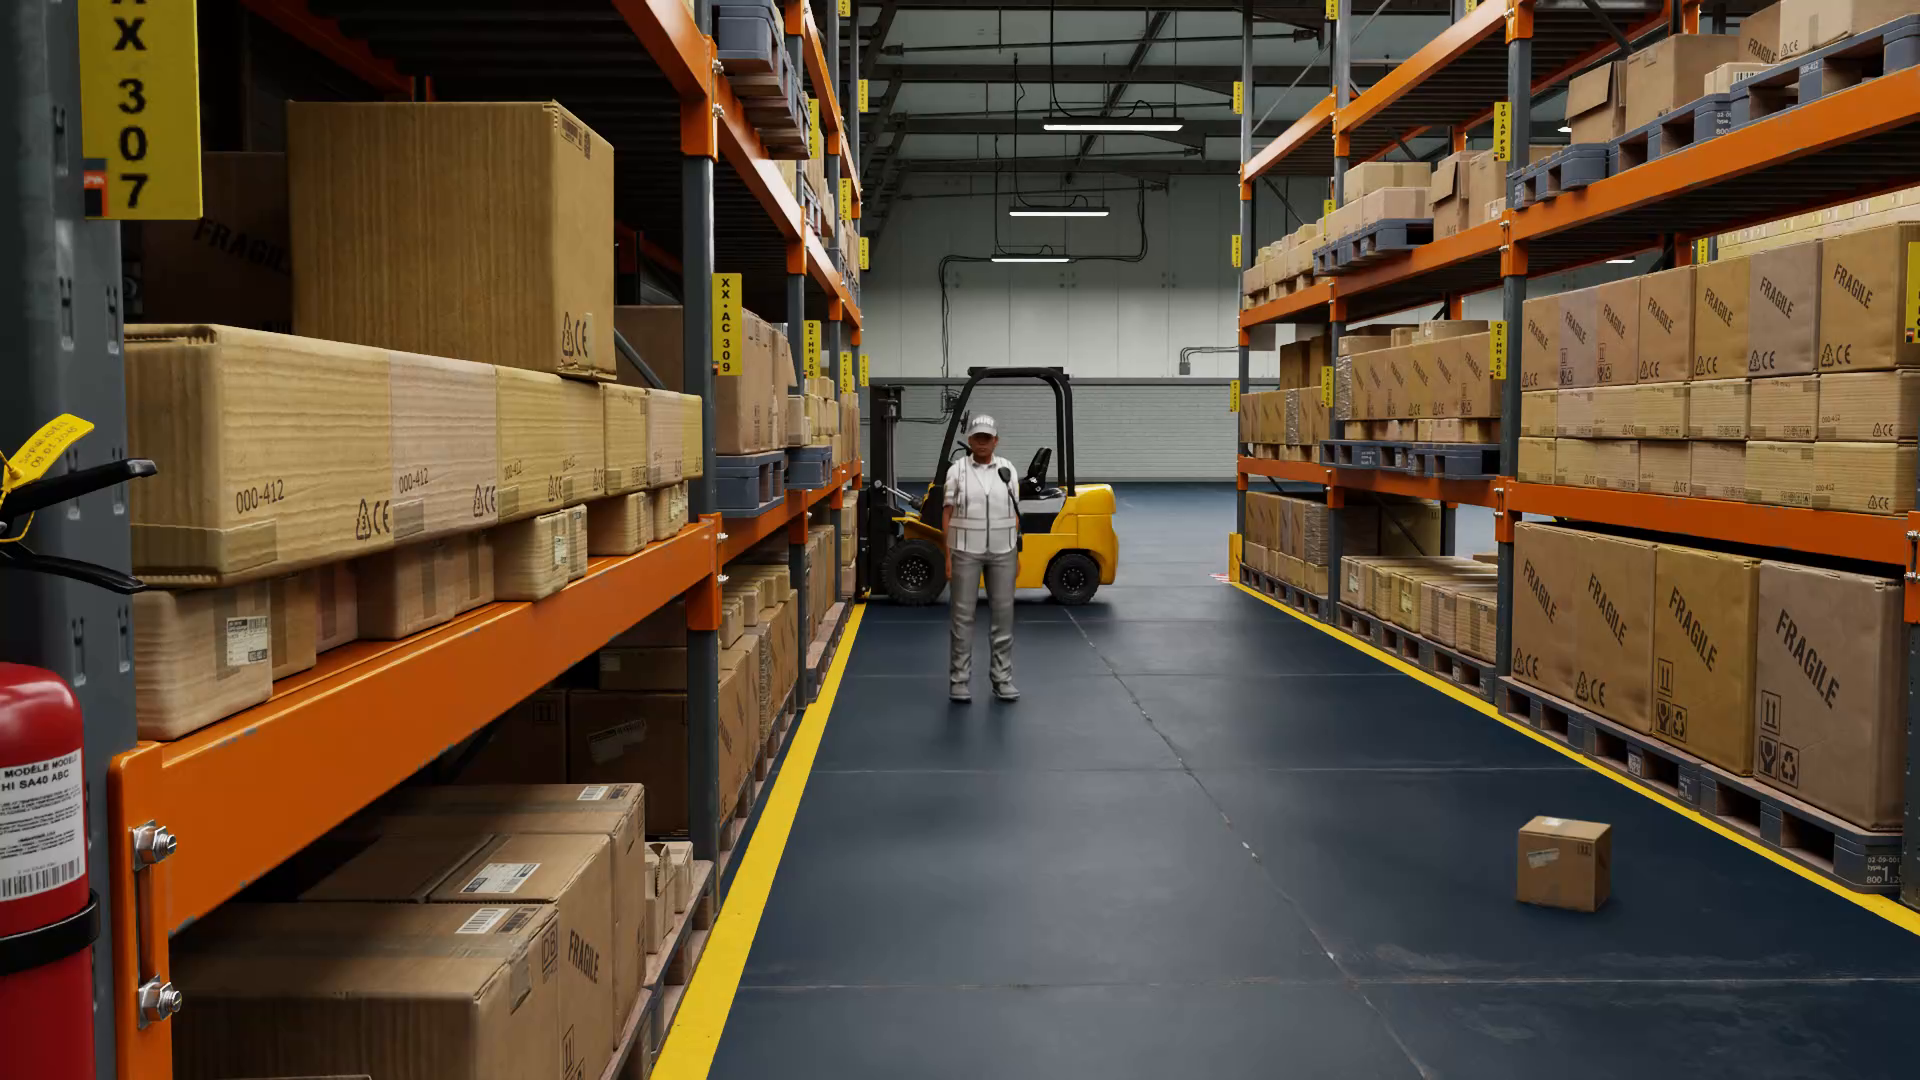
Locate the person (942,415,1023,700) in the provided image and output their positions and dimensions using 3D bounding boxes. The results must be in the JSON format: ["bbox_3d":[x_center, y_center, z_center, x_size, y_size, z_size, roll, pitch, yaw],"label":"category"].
[{"bbox_3d":[0.135,0.099,9.831,0.472,1.667,0.383,-1,4,-9],"label":"person"}]
